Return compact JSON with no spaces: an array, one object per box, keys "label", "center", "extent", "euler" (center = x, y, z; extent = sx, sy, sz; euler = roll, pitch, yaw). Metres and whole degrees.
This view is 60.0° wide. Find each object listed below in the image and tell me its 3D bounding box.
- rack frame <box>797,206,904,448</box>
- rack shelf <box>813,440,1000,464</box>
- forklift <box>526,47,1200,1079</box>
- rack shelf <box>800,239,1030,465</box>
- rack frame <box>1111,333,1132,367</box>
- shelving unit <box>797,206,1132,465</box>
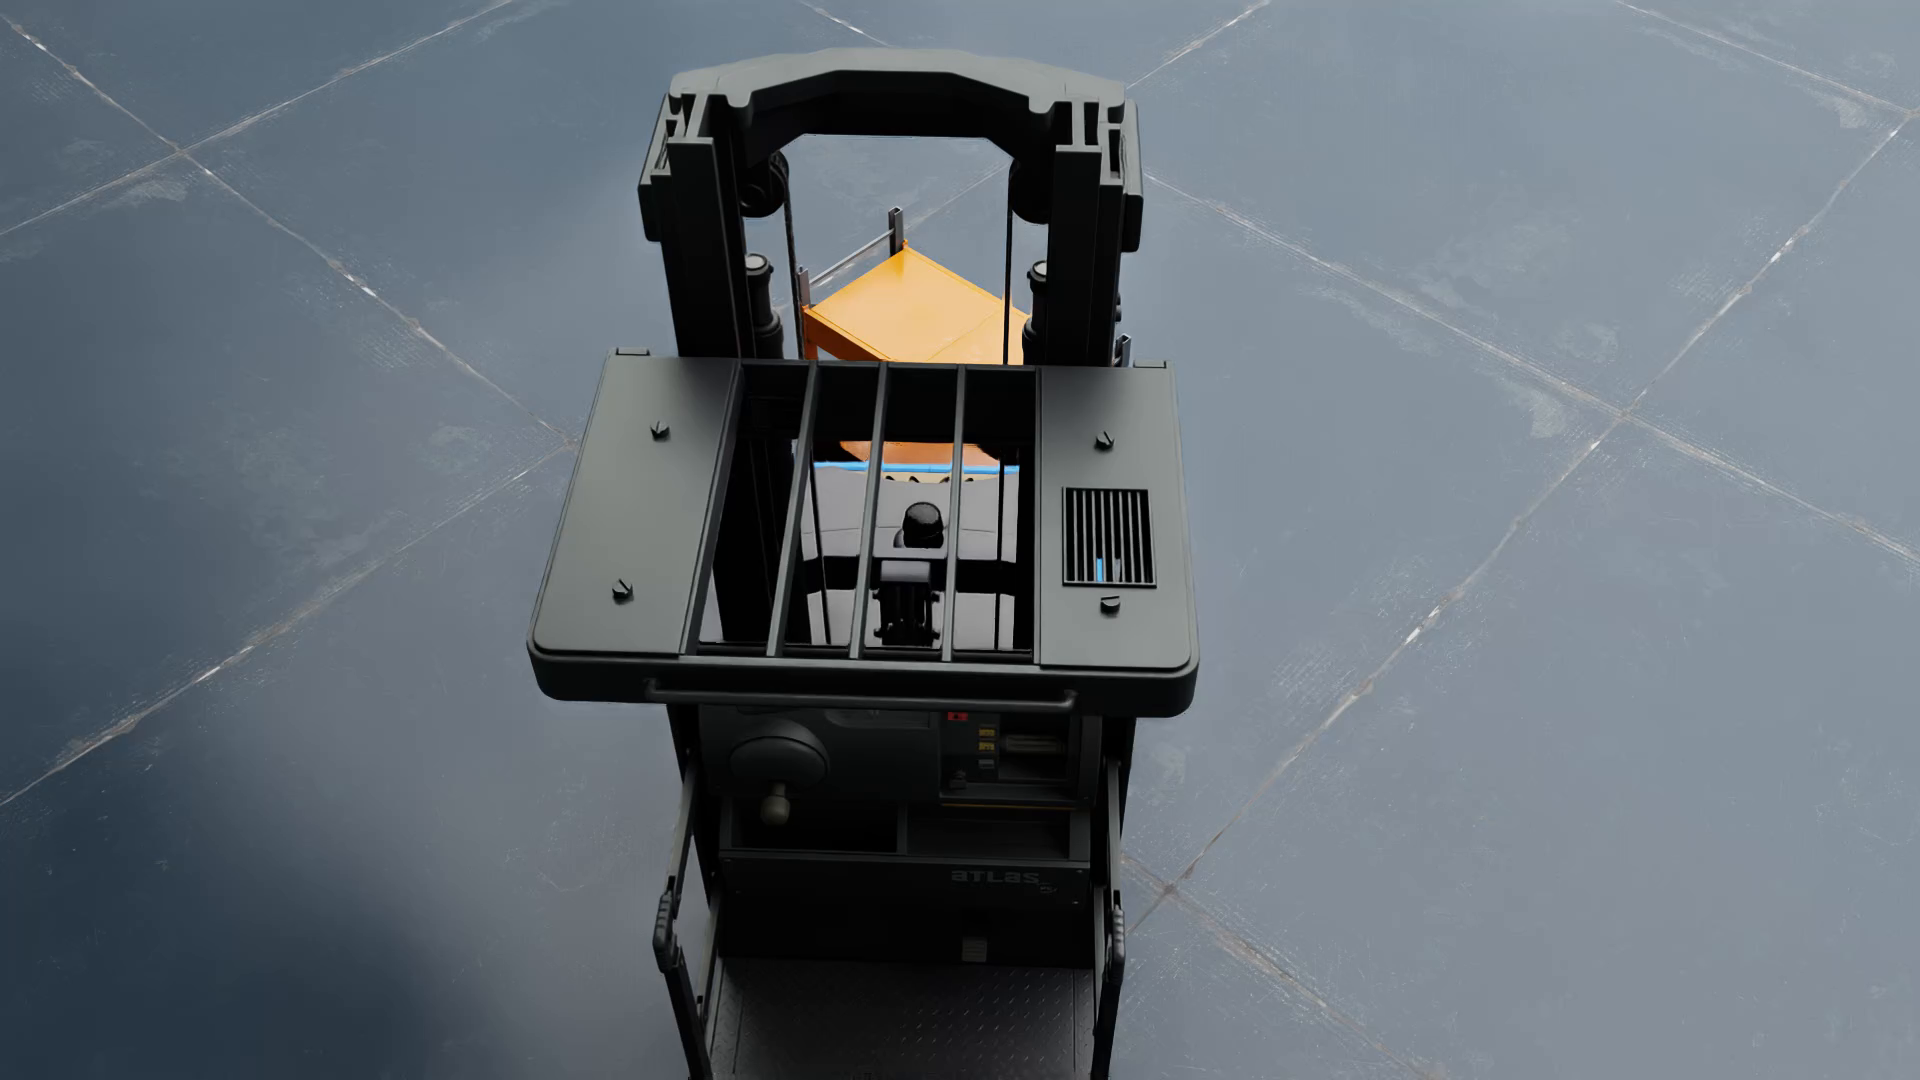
[{"label":"rack frame","center":[-0.379,-0.640,6.079],"extent":[0.032,1.125,0.500],"euler":[34,55,28]},{"label":"rack shelf","center":[-0.005,-0.221,6.021],"extent":[1.000,0.278,0.538],"euler":[34,55,28]},{"label":"forklift","center":[-0.144,0.571,3.703],"extent":[1.130,2.935,3.031],"euler":[2,47,1]},{"label":"rack shelf","center":[-0.005,-0.589,5.630],"extent":[1.000,0.278,0.538],"euler":[34,55,28]},{"label":"rack frame","center":[0.369,-0.137,5.607],"extent":[0.032,1.125,0.500],"euler":[34,55,28]},{"label":"shelving unit","center":[-0.005,-0.388,5.843],"extent":[1.048,1.125,0.538],"euler":[34,55,28]}]
